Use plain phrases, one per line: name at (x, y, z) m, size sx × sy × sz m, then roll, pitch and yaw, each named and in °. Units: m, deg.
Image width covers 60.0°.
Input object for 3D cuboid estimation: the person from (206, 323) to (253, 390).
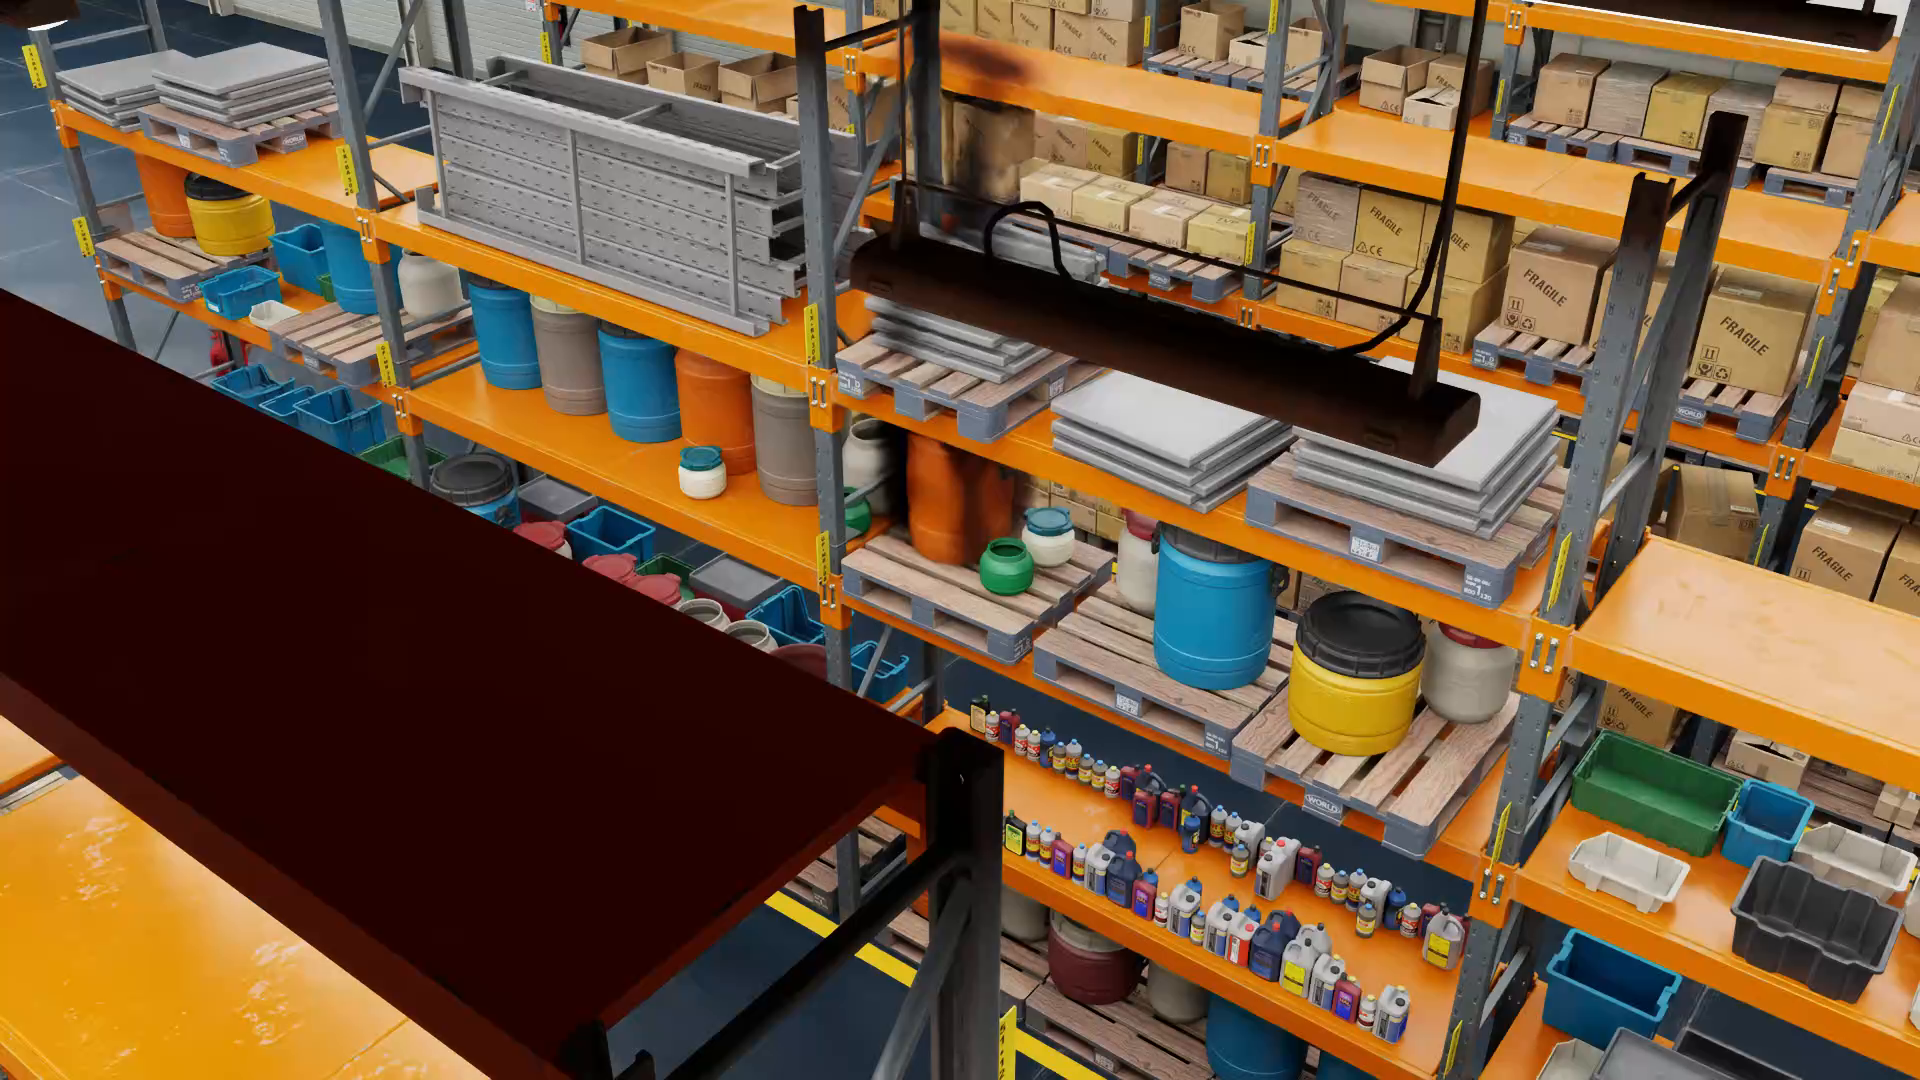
person at (-6.993, -1.512, 16.184) m, size 0.547 × 1.669 × 0.705 m, roll 0°, pitch 31°, yaw 0°
